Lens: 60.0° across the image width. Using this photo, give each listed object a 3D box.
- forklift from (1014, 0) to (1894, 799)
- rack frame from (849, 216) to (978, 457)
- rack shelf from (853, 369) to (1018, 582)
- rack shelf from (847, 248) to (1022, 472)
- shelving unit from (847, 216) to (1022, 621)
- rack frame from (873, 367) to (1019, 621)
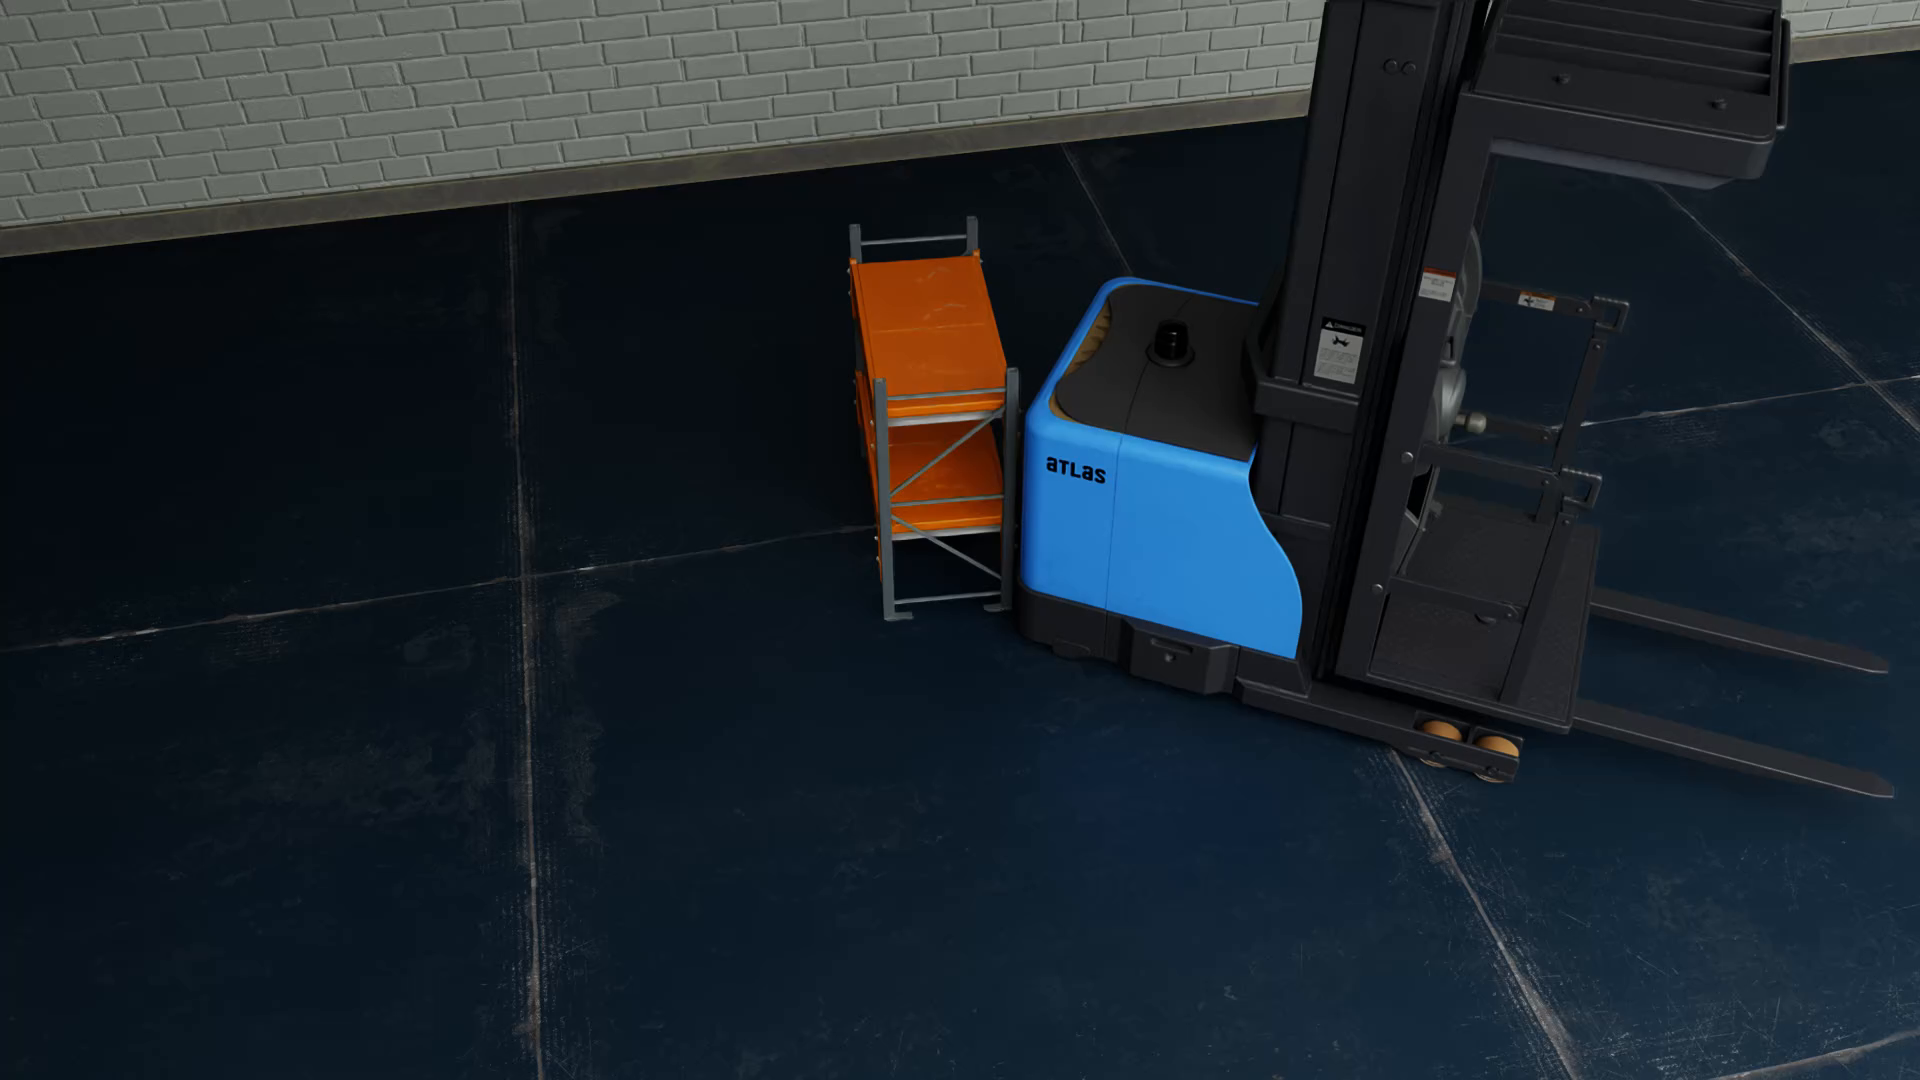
[{"bbox_3d":[1.776,-0.653,5.277,3.031,2.935,1.130,14,44,16],"label":"forklift"},{"bbox_3d":[-0.180,-0.812,6.817,0.500,1.125,0.032,-5,42,-6],"label":"rack frame"},{"bbox_3d":[-0.114,-0.294,6.602,0.538,0.278,1.000,-5,42,-6],"label":"rack shelf"},{"bbox_3d":[-0.114,-0.696,6.246,0.538,0.278,1.000,-5,42,-6],"label":"rack shelf"},{"bbox_3d":[-0.114,-0.477,6.440,0.538,1.125,1.048,-5,42,-6],"label":"shelving unit"},{"bbox_3d":[-0.047,-0.142,6.063,0.500,1.125,0.032,-5,42,-6],"label":"rack frame"}]
